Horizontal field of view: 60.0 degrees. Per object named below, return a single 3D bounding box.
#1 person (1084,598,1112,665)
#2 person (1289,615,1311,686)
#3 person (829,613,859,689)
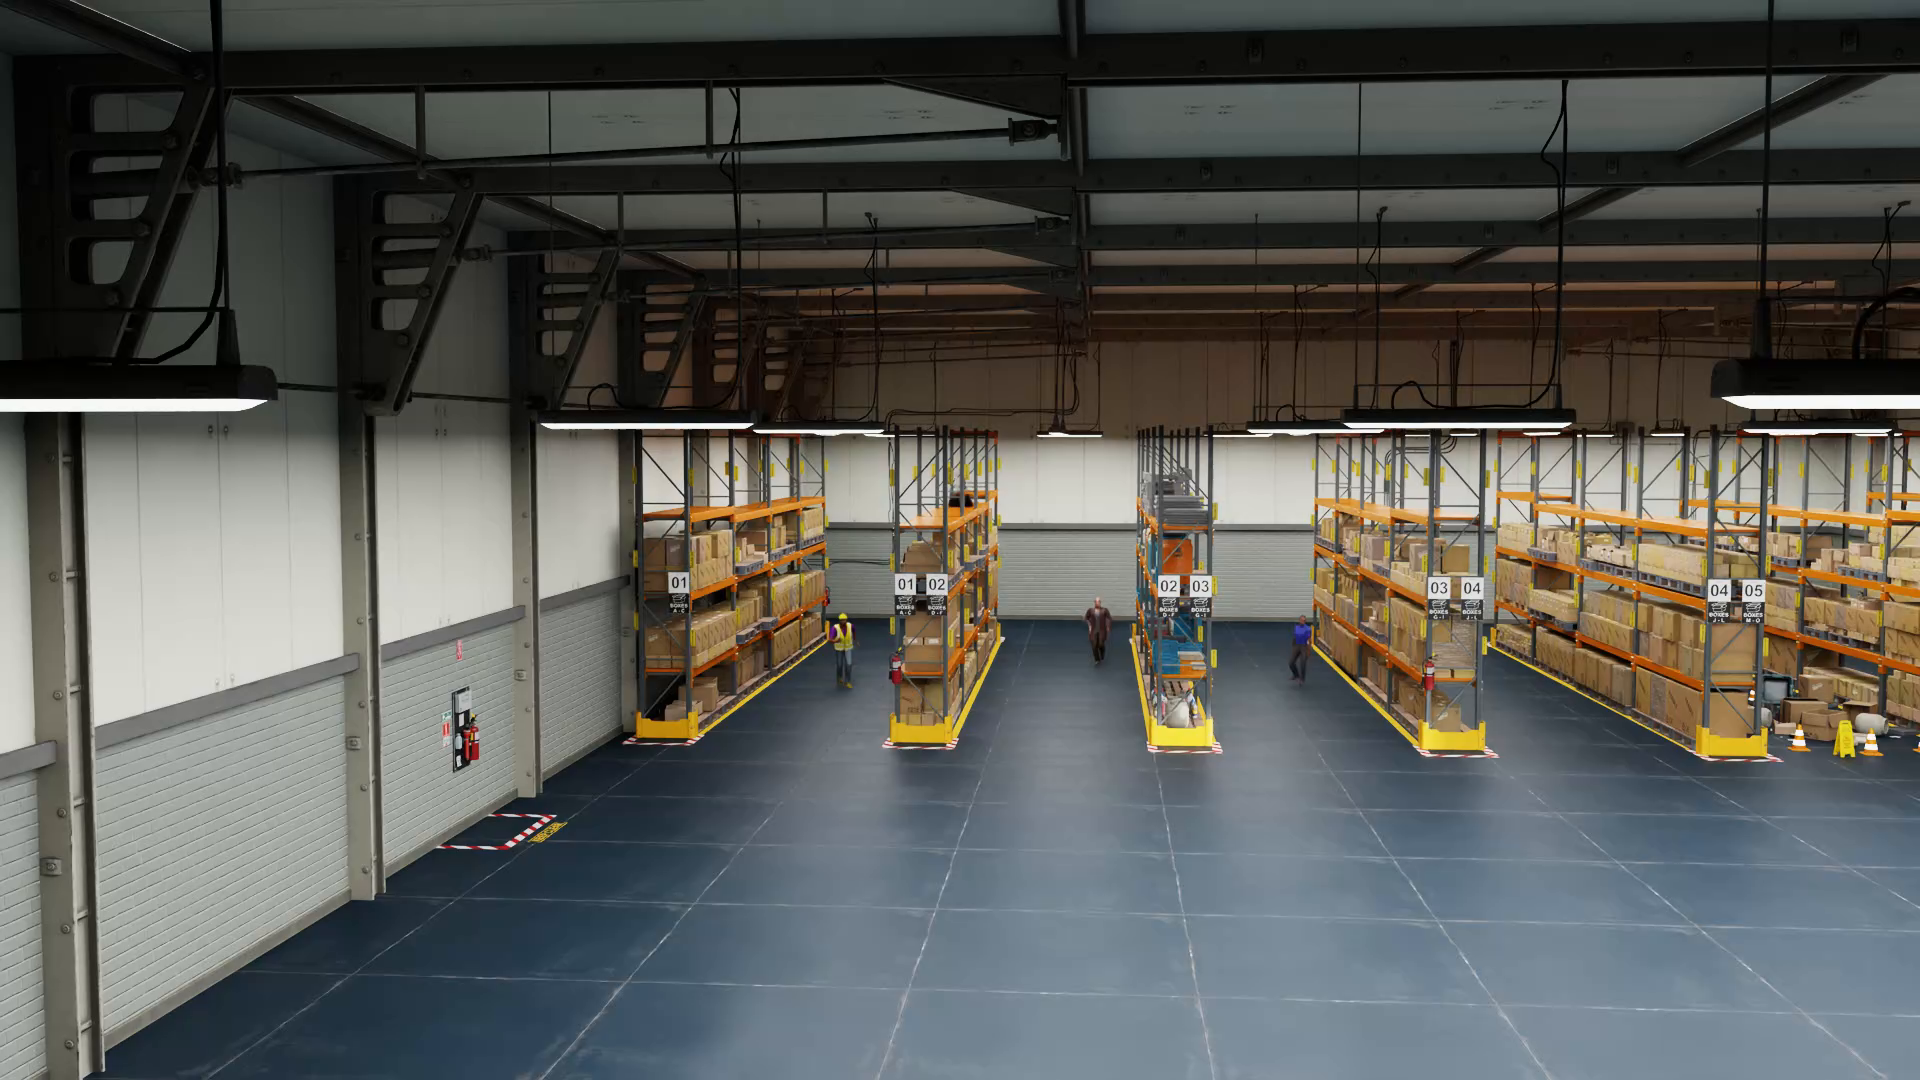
[{"bbox_3d":[3.512,2.323,42.329,0.699,1.724,0.667,0,3,8],"label":"person"},{"bbox_3d":[7.955,2.627,38.887,0.576,1.566,0.432,2,4,33],"label":"person"},{"bbox_3d":[-2.690,2.544,38.495,0.715,1.736,0.982,0,3,-8],"label":"person"}]
